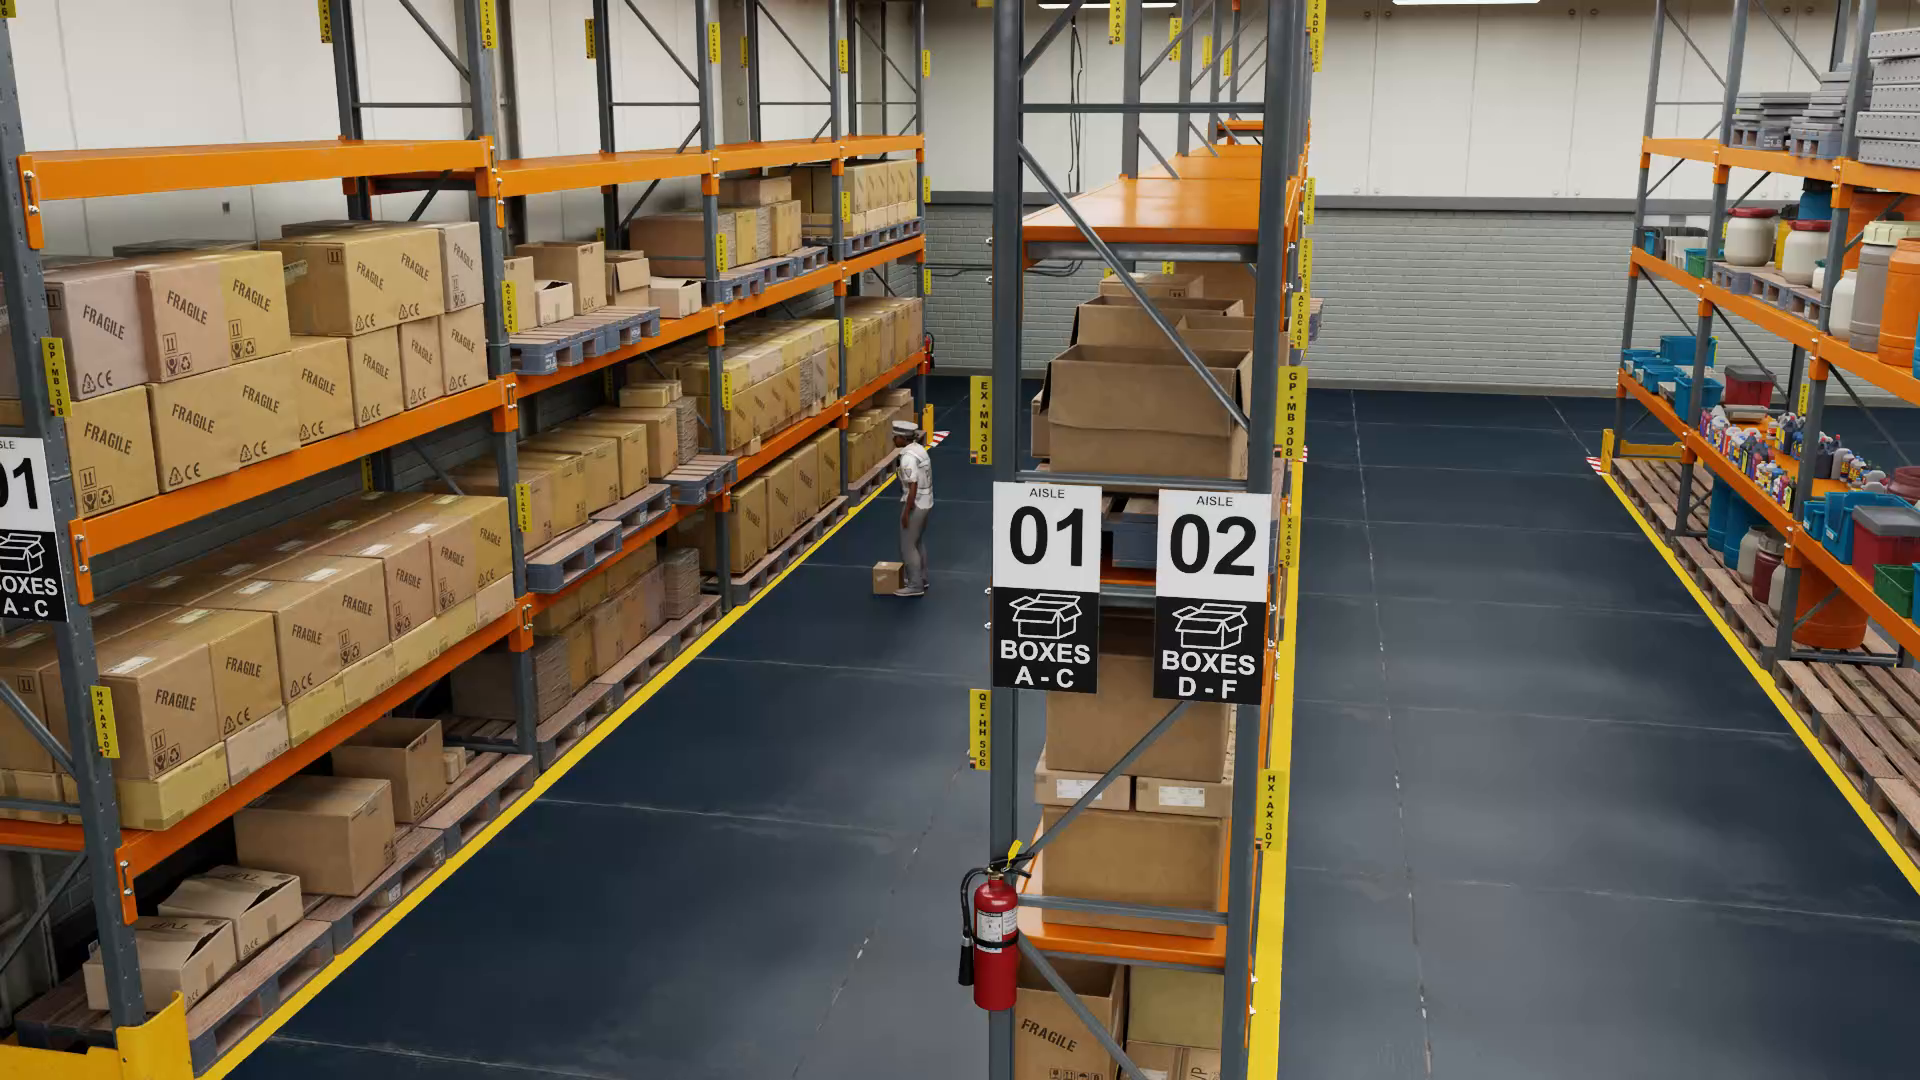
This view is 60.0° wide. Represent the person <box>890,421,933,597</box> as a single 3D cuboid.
[{"bbox_3d":[-0.451,-0.304,15.668,0.394,1.659,0.532,2,15,8],"label":"person"}]
